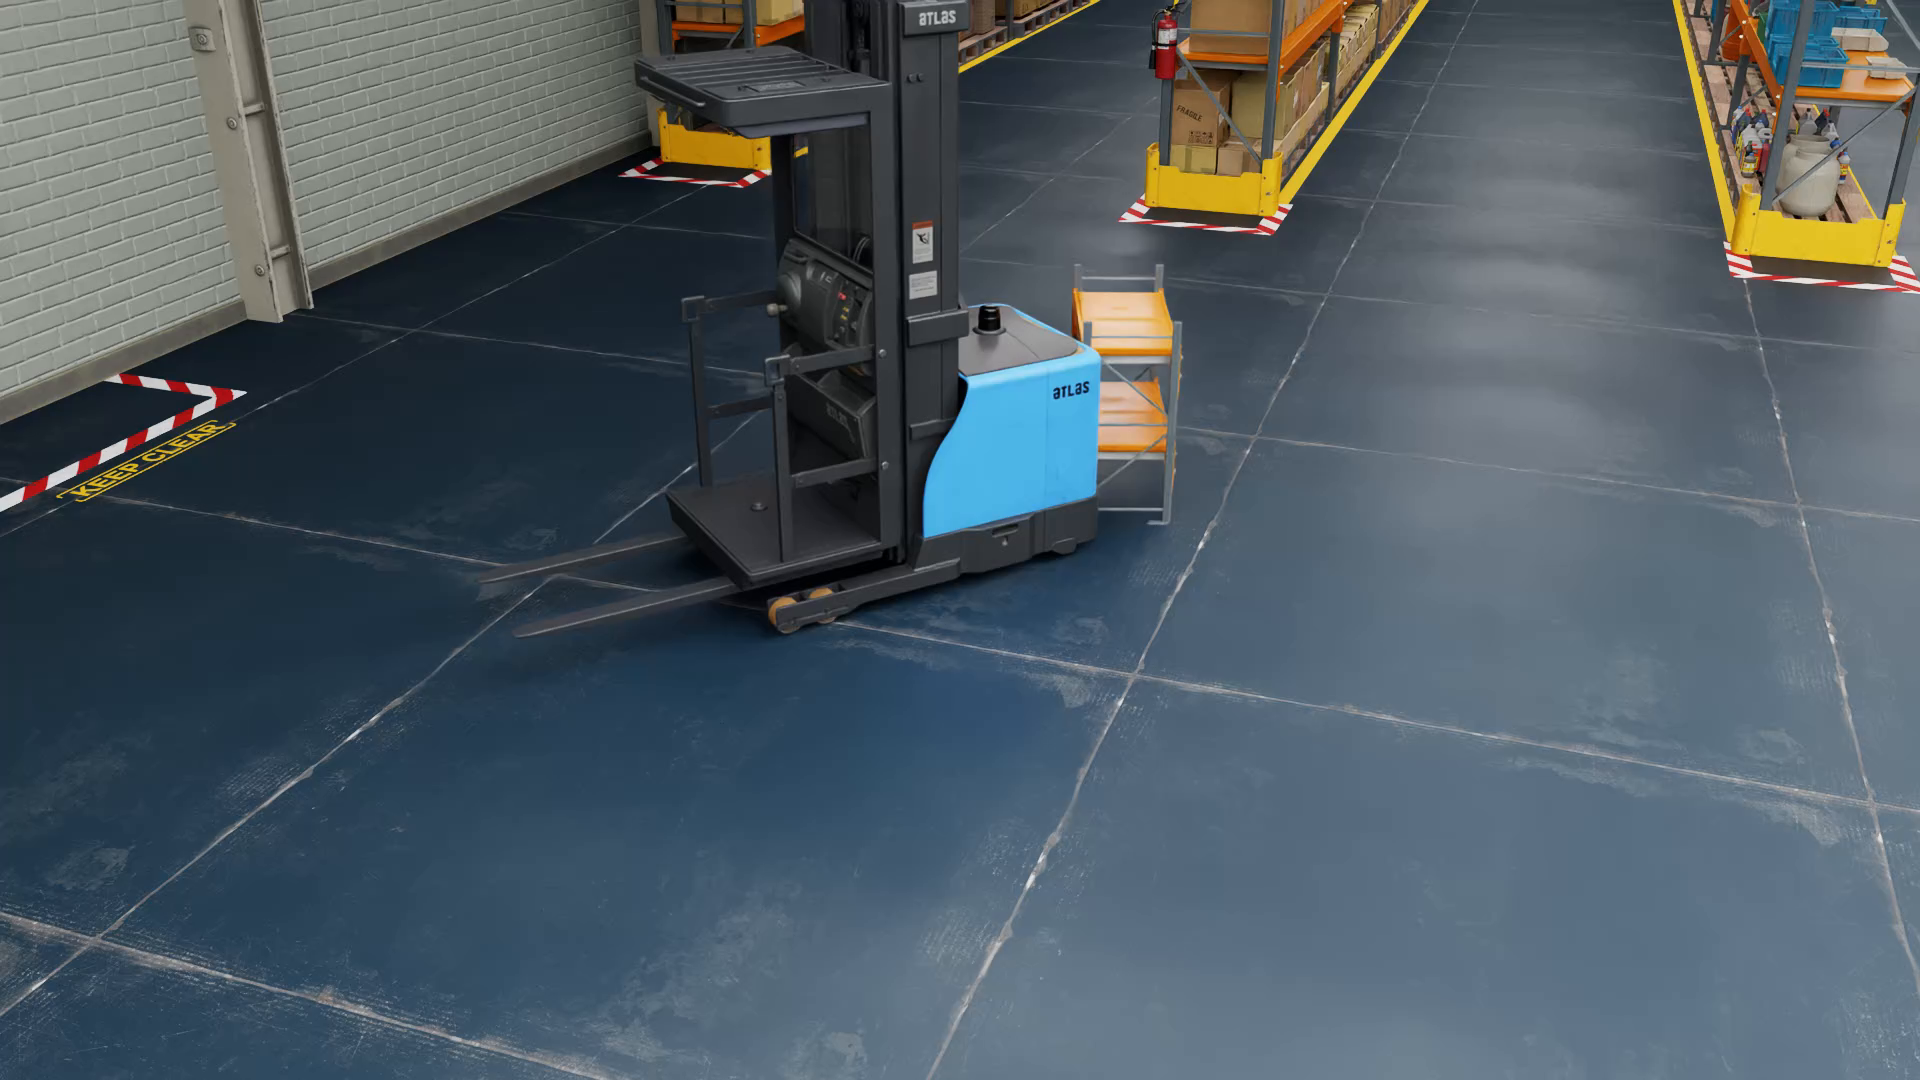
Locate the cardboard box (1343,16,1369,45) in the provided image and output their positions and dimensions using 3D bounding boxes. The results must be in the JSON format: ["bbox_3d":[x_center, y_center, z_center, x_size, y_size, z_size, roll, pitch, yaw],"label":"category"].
[{"bbox_3d":[4.645,-6.172,20.085,0.500,0.311,0.500,9,27,17],"label":"cardboard box"}]

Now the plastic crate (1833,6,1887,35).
[{"bbox_3d":[8.151,-4.716,15.219,0.499,0.251,0.616,9,27,17],"label":"plastic crate"}]

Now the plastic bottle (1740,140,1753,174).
[{"bbox_3d":[7.151,-3.478,15.103,0.061,0.283,0.133,9,27,19],"label":"plastic bottle"}]

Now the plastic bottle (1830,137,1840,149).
[{"bbox_3d":[8.044,-3.569,15.304,0.097,0.271,0.097,0,26,0],"label":"plastic bottle"}]

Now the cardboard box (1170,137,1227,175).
[{"bbox_3d":[2.162,-3.568,15.350,0.500,0.250,0.500,9,27,17],"label":"cardboard box"}]

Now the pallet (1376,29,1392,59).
[{"bbox_3d":[5.208,-6.687,22.319,1.003,0.211,1.213,9,27,17],"label":"pallet"}]

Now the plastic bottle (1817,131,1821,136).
[{"bbox_3d":[7.991,-3.684,15.528,0.061,0.283,0.133,9,27,17],"label":"plastic bottle"}]

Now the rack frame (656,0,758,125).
[{"bbox_3d":[-2.411,-5.070,15.779,1.000,3.000,0.127,9,27,17],"label":"rack frame"}]

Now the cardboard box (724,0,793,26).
[{"bbox_3d":[-1.949,-5.166,16.127,0.500,0.250,0.500,8,27,16],"label":"cardboard box"}]

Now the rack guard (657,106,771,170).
[{"bbox_3d":[-2.385,-3.976,16.389,1.175,0.500,0.348,9,27,17],"label":"rack guard"}]

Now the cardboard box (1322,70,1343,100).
[{"bbox_3d":[3.961,-5.078,18.470,0.500,0.250,0.500,8,27,16],"label":"cardboard box"}]

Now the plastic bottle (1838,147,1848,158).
[{"bbox_3d":[7.922,-3.399,14.940,0.061,0.283,0.133,9,27,18],"label":"plastic bottle"}]

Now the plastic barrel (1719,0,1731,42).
[{"bbox_3d":[10.116,-6.692,21.415,0.600,0.588,0.708,9,27,17],"label":"plastic barrel"}]

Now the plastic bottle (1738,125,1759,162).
[{"bbox_3d":[7.337,-3.683,15.449,0.144,0.351,0.185,10,28,20],"label":"plastic bottle"}]

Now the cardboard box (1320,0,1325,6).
[{"bbox_3d":[3.451,-5.859,17.294,0.700,0.500,0.500,8,27,16],"label":"cardboard box"}]

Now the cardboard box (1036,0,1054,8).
[{"bbox_3d":[0.917,-8.221,24.273,0.750,0.750,0.750,9,27,17],"label":"cardboard box"}]

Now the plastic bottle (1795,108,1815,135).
[{"bbox_3d":[8.184,-3.997,16.099,0.144,0.351,0.185,9,27,17],"label":"plastic bottle"}]

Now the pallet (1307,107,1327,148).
[{"bbox_3d":[3.289,-4.421,17.639,1.003,0.211,1.213,9,27,17],"label":"pallet"}]

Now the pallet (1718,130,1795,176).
[{"bbox_3d":[8.000,-3.752,16.257,1.003,0.211,1.213,9,27,17],"label":"pallet"}]

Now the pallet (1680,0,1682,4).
[{"bbox_3d":[11.945,-8.620,26.312,1.003,0.211,1.213,9,27,17],"label":"pallet"}]

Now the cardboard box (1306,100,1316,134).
[{"bbox_3d":[3.317,-4.315,16.892,0.500,0.250,0.500,9,27,17],"label":"cardboard box"}]

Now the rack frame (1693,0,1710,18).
[{"bbox_3d":[10.925,-8.565,22.997,1.000,3.000,0.127,9,27,17],"label":"rack frame"}]

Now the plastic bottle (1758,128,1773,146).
[{"bbox_3d":[7.547,-3.714,15.600,0.152,0.276,0.135,9,27,17],"label":"plastic bottle"}]

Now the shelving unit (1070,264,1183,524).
[{"bbox_3d":[0.887,-0.822,9.158,0.538,1.125,1.048,0,26,1],"label":"shelving unit"}]

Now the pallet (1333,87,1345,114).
[{"bbox_3d":[3.801,-5.050,18.939,1.003,0.211,1.213,9,27,17],"label":"pallet"}]

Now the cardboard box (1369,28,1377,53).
[{"bbox_3d":[4.979,-6.341,21.077,0.500,0.250,0.500,9,27,19],"label":"cardboard box"}]

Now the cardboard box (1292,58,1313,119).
[{"bbox_3d":[3.152,-4.446,16.304,0.500,0.500,0.500,9,27,17],"label":"cardboard box"}]

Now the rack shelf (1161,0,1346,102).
[{"bbox_3d":[2.928,-4.851,16.153,1.077,0.370,4.000,9,27,17],"label":"rack shelf"}]

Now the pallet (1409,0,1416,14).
[{"bbox_3d":[6.485,-8.312,25.674,1.003,0.211,1.213,9,27,17],"label":"pallet"}]

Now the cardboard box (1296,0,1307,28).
[{"bbox_3d":[2.942,-5.225,15.984,0.700,0.500,0.500,10,27,19],"label":"cardboard box"}]

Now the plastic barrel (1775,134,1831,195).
[{"bbox_3d":[7.246,-3.190,14.270,0.421,0.512,0.421,0,26,0],"label":"plastic barrel"}]

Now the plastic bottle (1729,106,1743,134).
[{"bbox_3d":[7.743,-4.180,16.567,0.097,0.271,0.097,0,26,0],"label":"plastic bottle"}]

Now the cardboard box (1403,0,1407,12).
[{"bbox_3d":[6.189,-7.911,24.011,0.500,0.500,0.500,9,27,18],"label":"cardboard box"}]

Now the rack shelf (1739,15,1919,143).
[{"bbox_3d":[7.597,-4.131,14.666,1.077,0.370,4.000,9,27,17],"label":"rack shelf"}]

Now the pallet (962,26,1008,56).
[{"bbox_3d":[-0.010,-6.782,22.514,1.003,0.211,1.213,9,27,17],"label":"pallet"}]

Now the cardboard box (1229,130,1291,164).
[{"bbox_3d":[2.813,-3.699,15.621,0.500,0.250,0.500,9,27,17],"label":"cardboard box"}]

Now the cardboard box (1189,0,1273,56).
[{"bbox_3d":[2.429,-4.588,14.670,0.700,0.500,0.500,9,27,17],"label":"cardboard box"}]

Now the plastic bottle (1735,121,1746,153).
[{"bbox_3d":[7.446,-3.842,15.855,0.061,0.283,0.133,10,28,20],"label":"plastic bottle"}]

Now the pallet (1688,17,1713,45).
[{"bbox_3d":[10.629,-6.999,22.963,1.003,0.211,1.213,9,27,17],"label":"pallet"}]

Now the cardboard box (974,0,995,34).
[{"bbox_3d":[0.061,-7.127,22.392,0.700,0.500,0.500,9,27,18],"label":"cardboard box"}]

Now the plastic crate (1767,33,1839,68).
[{"bbox_3d":[7.038,-4.082,13.908,0.499,0.251,0.408,9,27,17],"label":"plastic crate"}]

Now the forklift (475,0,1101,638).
[{"bbox_3d":[-0.820,-1.142,7.746,3.031,2.935,1.130,-14,29,-27],"label":"forklift"}]

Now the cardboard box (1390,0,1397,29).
[{"bbox_3d":[5.686,-7.281,22.709,0.500,0.500,0.500,8,27,17],"label":"cardboard box"}]

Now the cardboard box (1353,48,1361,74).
[{"bbox_3d":[4.472,-5.710,19.775,0.500,0.250,0.500,9,27,18],"label":"cardboard box"}]

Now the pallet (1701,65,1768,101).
[{"bbox_3d":[9.300,-5.353,19.564,1.003,0.211,1.213,9,27,17],"label":"pallet"}]

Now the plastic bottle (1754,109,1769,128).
[{"bbox_3d":[7.739,-3.990,16.085,0.144,0.351,0.185,9,27,17],"label":"plastic bottle"}]

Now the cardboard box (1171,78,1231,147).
[{"bbox_3d":[2.160,-3.906,15.188,0.500,0.500,0.500,9,27,17],"label":"cardboard box"}]

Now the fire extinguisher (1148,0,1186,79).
[{"bbox_3d":[1.785,-4.337,14.355,0.296,0.674,0.183,9,27,17],"label":"fire extinguisher"}]

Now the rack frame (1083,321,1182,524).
[{"bbox_3d":[0.879,-0.601,8.700,0.500,1.125,0.032,0,26,1],"label":"rack frame"}]

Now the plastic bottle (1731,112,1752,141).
[{"bbox_3d":[7.662,-4.045,16.283,0.152,0.276,0.135,10,27,19],"label":"plastic bottle"}]

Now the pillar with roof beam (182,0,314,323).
[{"bbox_3d":[-0.930,-5.093,8.943,9.100,9.000,0.400,9,27,17],"label":"pillar with roof beam"}]

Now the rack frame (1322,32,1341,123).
[{"bbox_3d":[3.593,-5.997,17.694,1.000,3.000,0.127,9,27,17],"label":"rack frame"}]

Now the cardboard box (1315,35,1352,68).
[{"bbox_3d":[4.137,-5.540,18.779,0.500,0.311,0.500,8,27,17],"label":"cardboard box"}]

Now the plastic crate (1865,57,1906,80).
[{"bbox_3d":[7.533,-3.836,13.533,0.298,0.136,0.250,9,27,17],"label":"plastic crate"}]
